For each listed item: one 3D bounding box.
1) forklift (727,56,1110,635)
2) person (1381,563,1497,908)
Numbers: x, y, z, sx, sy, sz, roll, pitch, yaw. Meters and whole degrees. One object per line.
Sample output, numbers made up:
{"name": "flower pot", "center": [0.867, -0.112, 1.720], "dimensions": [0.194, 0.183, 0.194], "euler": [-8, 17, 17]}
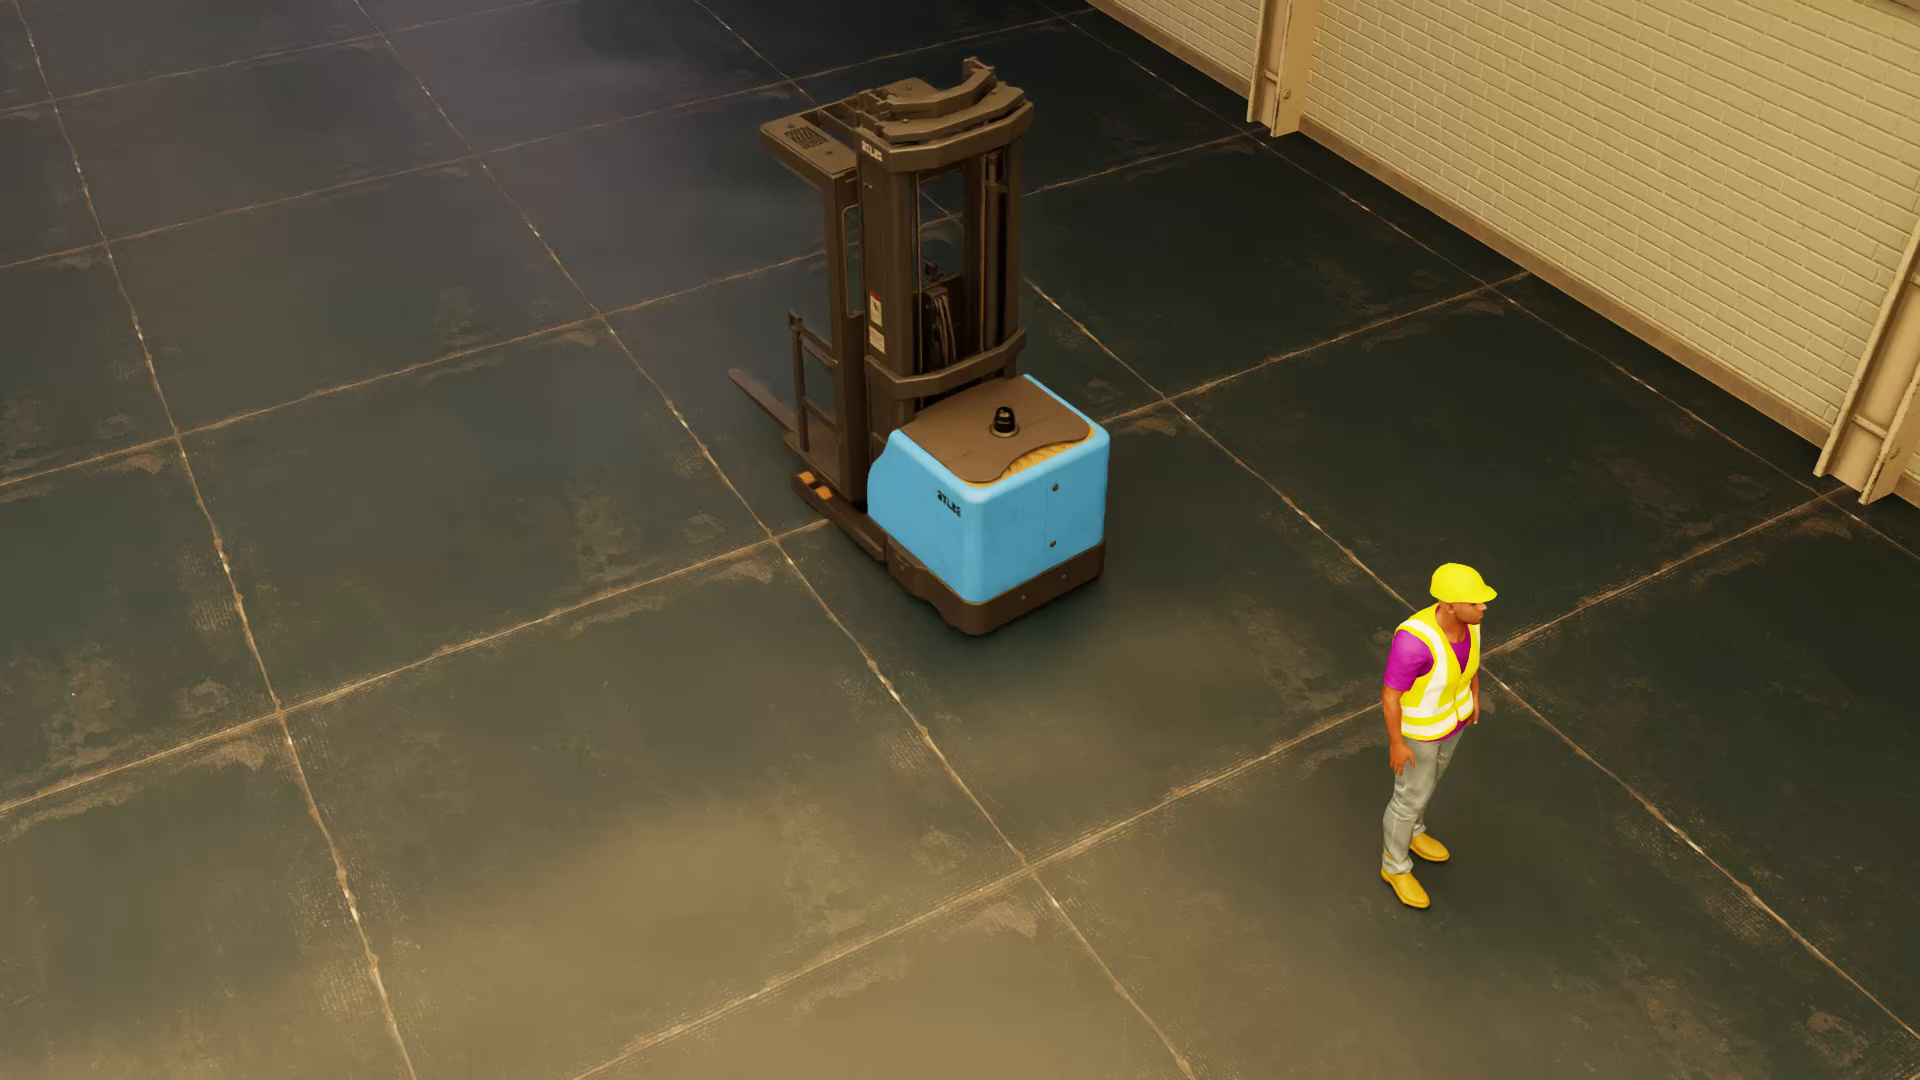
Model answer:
{"name": "forklift", "center": [-0.421, -1.471, 9.809], "dimensions": [1.130, 2.935, 3.031], "euler": [-26, 46, -28]}
{"name": "person", "center": [2.289, 0.883, 7.873], "dimensions": [0.666, 1.765, 0.577], "euler": [-29, 48, -31]}
